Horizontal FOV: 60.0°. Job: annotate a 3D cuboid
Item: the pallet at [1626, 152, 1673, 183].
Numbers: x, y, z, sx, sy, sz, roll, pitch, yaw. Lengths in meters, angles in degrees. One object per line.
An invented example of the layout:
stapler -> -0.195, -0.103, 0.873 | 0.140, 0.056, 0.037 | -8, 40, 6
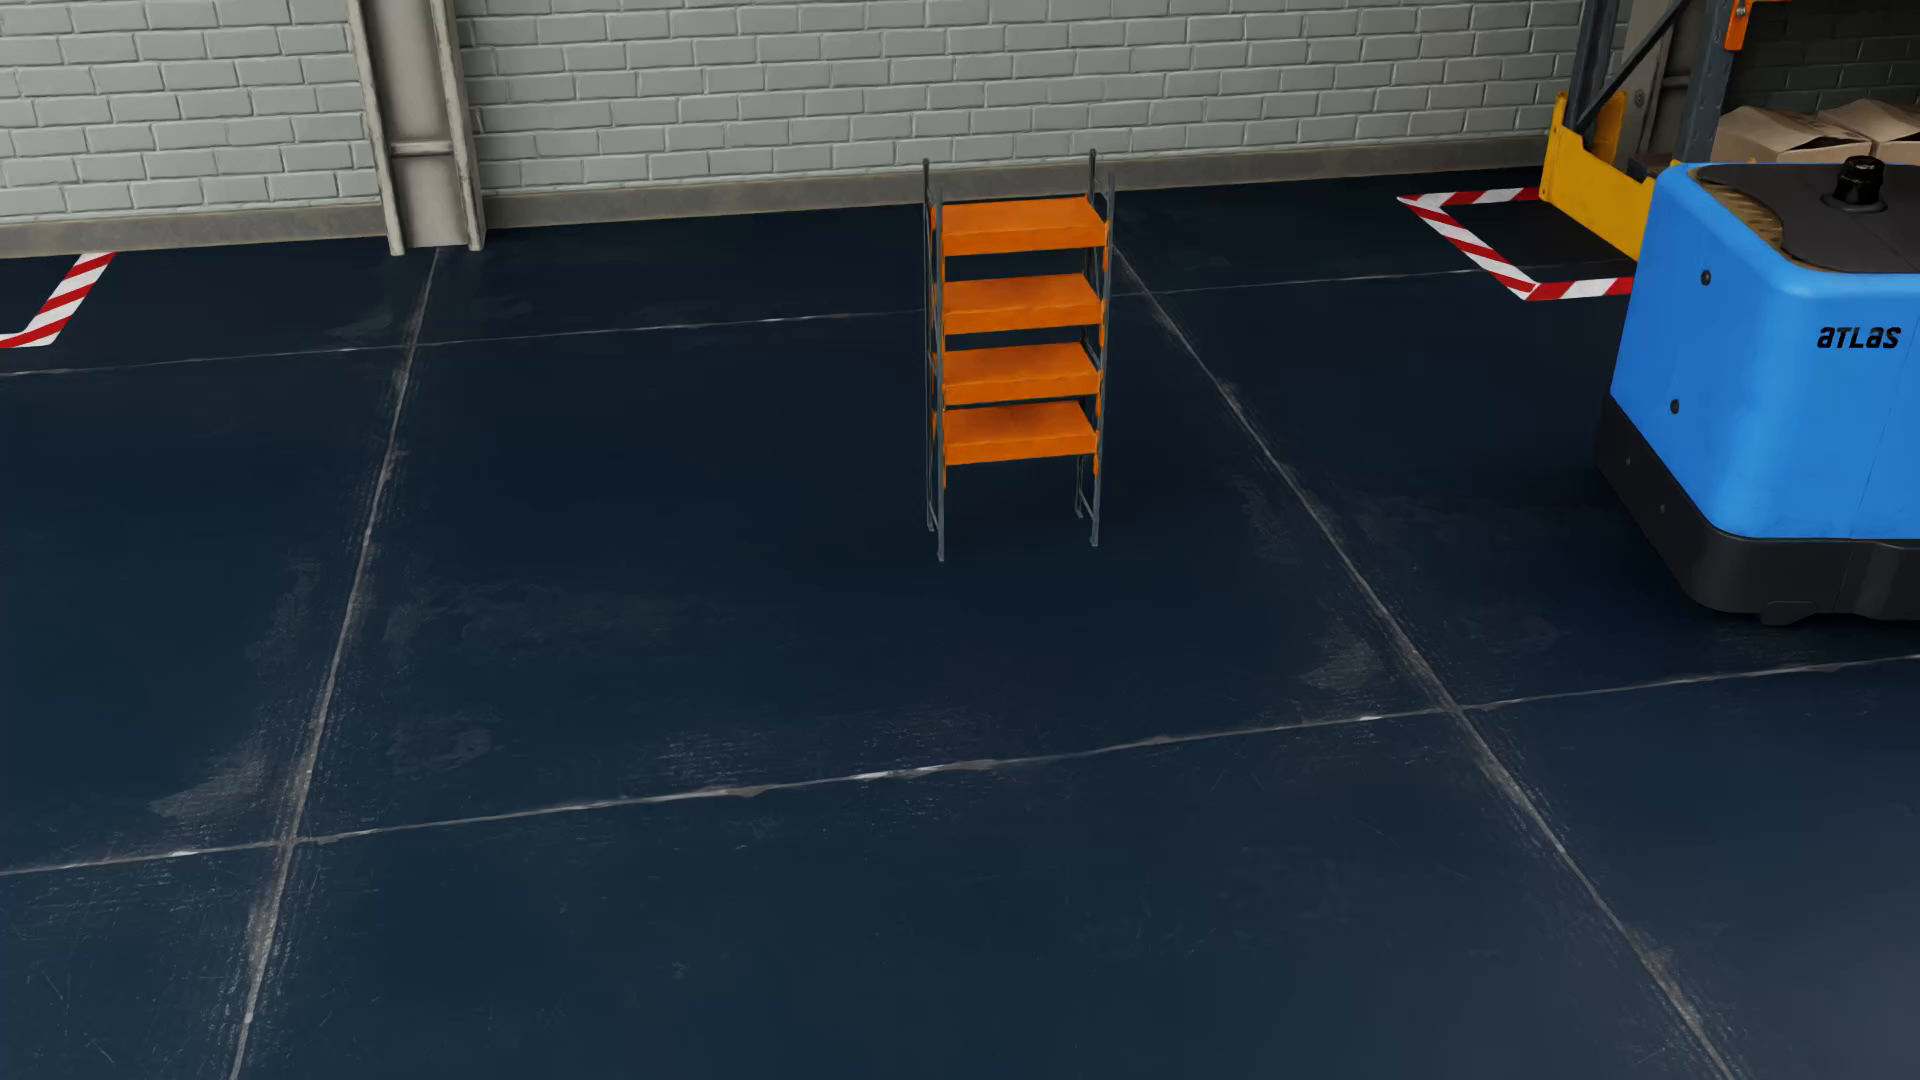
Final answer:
pallet -> 3.884, -1.567, 7.706 | 1.213, 0.211, 1.003 | -5, 31, -9

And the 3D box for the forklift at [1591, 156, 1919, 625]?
forklift -> 3.630, -1.254, 4.492 | 3.031, 2.935, 1.130 | 0, 30, 0

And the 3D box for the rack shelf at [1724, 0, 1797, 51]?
rack shelf -> 4.971, -2.578, 7.384 | 4.000, 0.370, 1.077 | -5, 31, -9

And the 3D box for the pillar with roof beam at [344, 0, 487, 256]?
pillar with roof beam -> -1.590, -3.092, 1.631 | 0.400, 9.000, 9.100 | -5, 31, -9

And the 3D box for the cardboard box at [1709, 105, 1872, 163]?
cardboard box -> 3.700, -1.754, 7.493 | 0.500, 0.311, 0.500 | -9, 32, -15

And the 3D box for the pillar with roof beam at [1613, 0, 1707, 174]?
pillar with roof beam -> 4.312, -3.640, 2.563 | 0.400, 9.000, 9.100 | -5, 31, -9

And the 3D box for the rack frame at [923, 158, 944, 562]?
rack frame -> -0.077, -0.510, 4.934 | 0.015, 1.200, 0.240 | -5, 31, -9

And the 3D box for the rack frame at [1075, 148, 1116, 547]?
rack frame -> 0.403, -0.555, 5.009 | 0.015, 1.200, 0.240 | -5, 31, -9

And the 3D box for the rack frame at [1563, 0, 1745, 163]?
rack frame -> 3.004, -2.705, 6.892 | 0.127, 3.000, 1.000 | -5, 31, -9

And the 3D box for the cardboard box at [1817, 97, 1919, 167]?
cardboard box -> 4.261, -1.806, 7.581 | 0.500, 0.311, 0.500 | -3, 31, -5

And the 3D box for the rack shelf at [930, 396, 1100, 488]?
rack shelf -> 0.163, -0.303, 5.106 | 0.480, 0.148, 0.258 | -5, 31, -9

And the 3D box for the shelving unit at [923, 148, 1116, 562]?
shelving unit -> 0.163, -0.532, 4.972 | 0.503, 1.200, 0.258 | -5, 31, -9

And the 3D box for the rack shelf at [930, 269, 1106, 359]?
rack shelf -> 0.163, -0.667, 4.892 | 0.480, 0.148, 0.258 | -5, 31, -9

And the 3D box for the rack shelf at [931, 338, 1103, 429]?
rack shelf -> 0.163, -0.474, 5.006 | 0.480, 0.148, 0.258 | -5, 31, -9

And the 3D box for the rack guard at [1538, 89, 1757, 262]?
rack guard -> 3.078, -1.635, 7.537 | 0.348, 0.500, 1.175 | -5, 31, -9

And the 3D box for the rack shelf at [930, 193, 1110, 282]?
rack shelf -> 0.163, -0.871, 4.772 | 0.480, 0.148, 0.258 | -5, 31, -9
